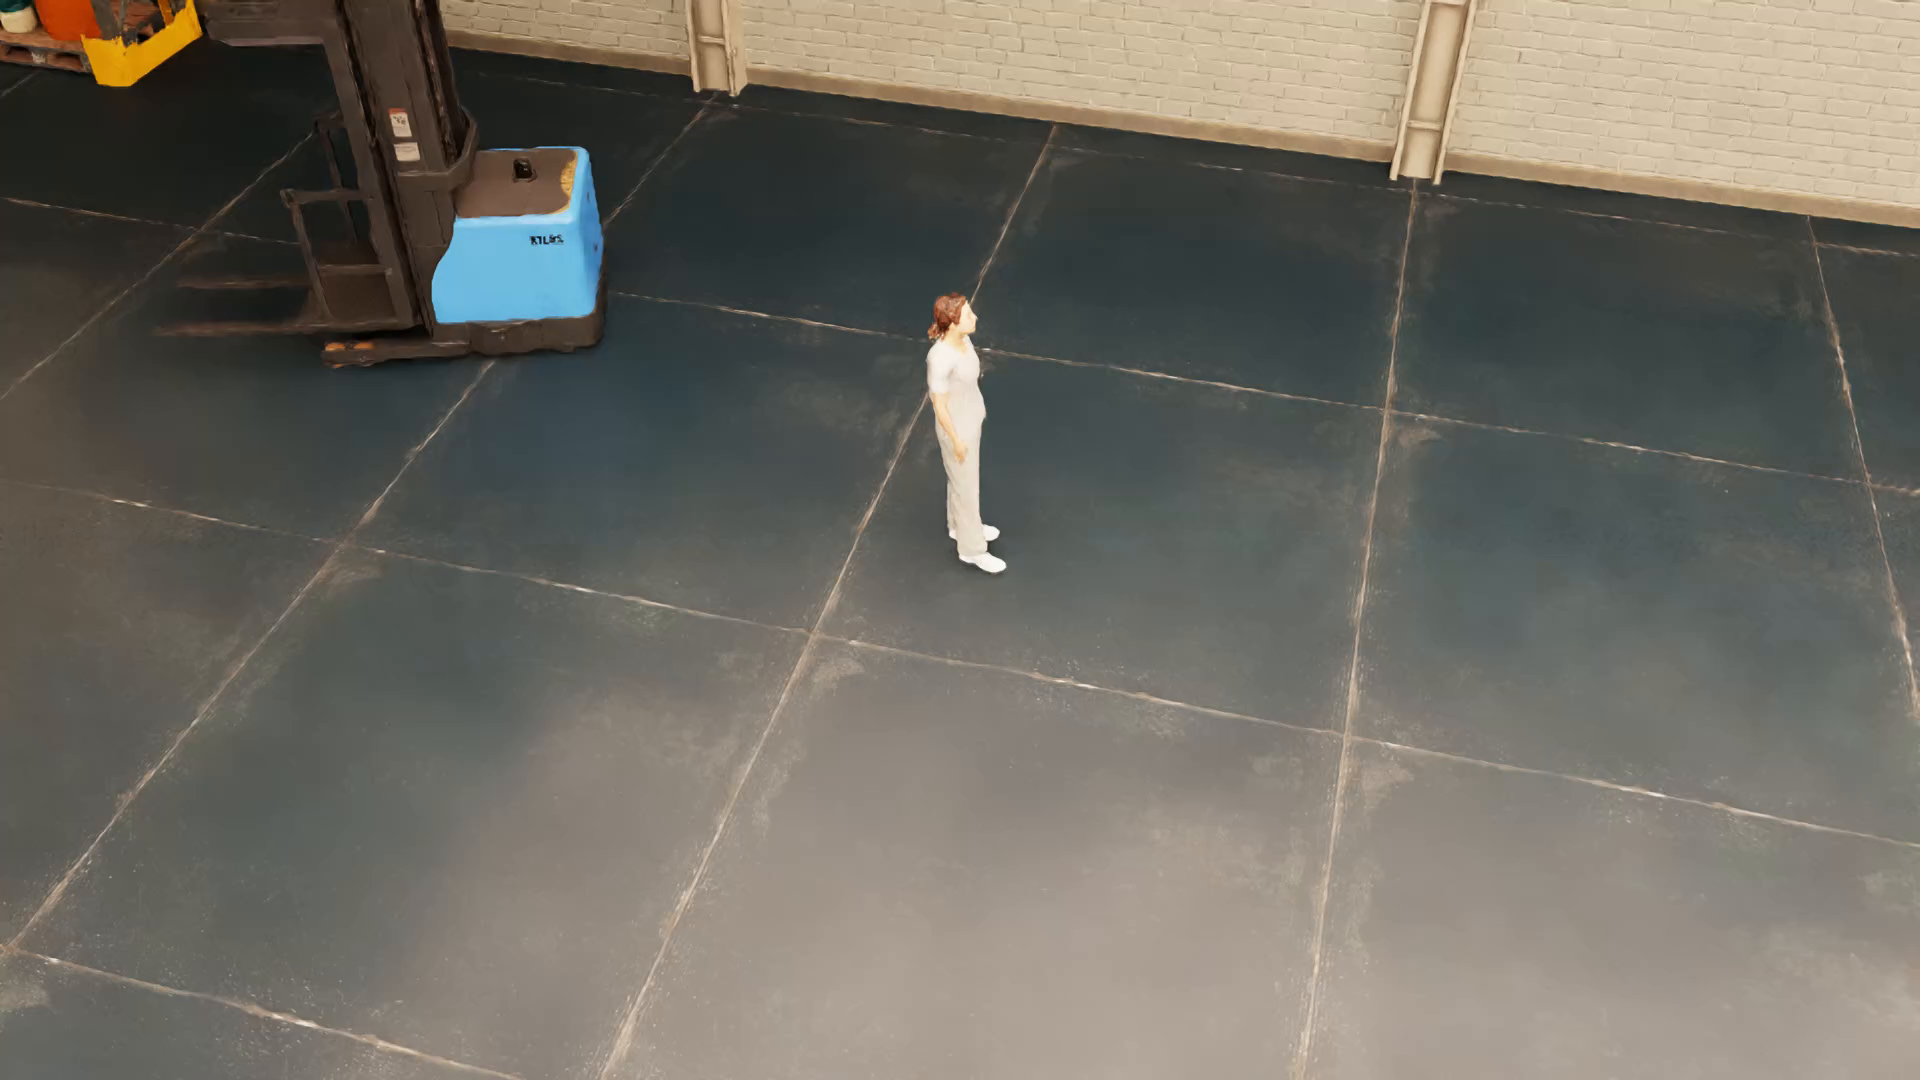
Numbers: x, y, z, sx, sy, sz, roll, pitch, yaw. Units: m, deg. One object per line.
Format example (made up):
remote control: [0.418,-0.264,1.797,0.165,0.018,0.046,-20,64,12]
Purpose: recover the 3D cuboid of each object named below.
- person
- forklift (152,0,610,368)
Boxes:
person: [0.067,-0.644,9.478,0.549,1.672,0.550,10,42,11]
forklift: [-4.045,-2.653,10.888,3.031,2.935,1.130,-3,41,-4]
